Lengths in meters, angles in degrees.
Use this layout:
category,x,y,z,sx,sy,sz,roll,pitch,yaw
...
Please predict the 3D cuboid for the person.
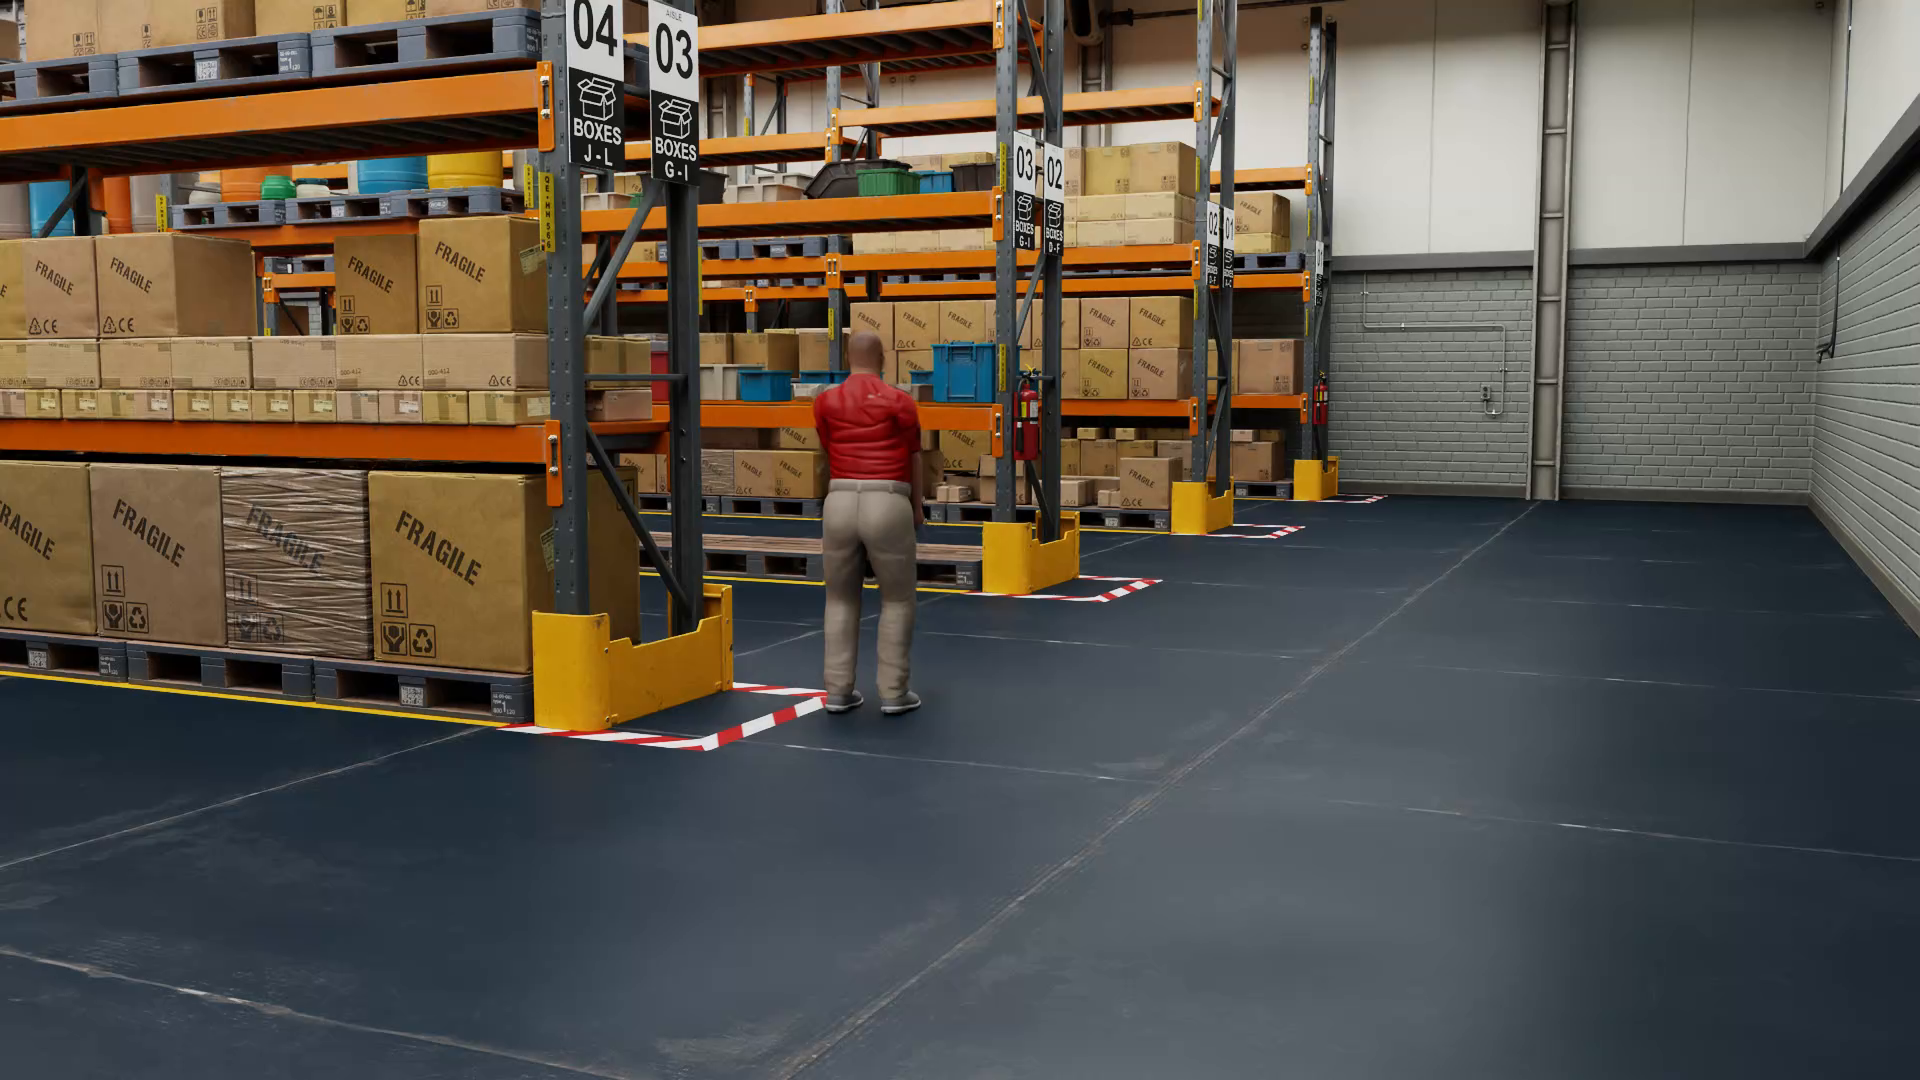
category,x,y,z,sx,sy,sz,roll,pitch,yaw
person,-0.400,-0.086,7.563,0.489,1.726,0.554,2,6,16
